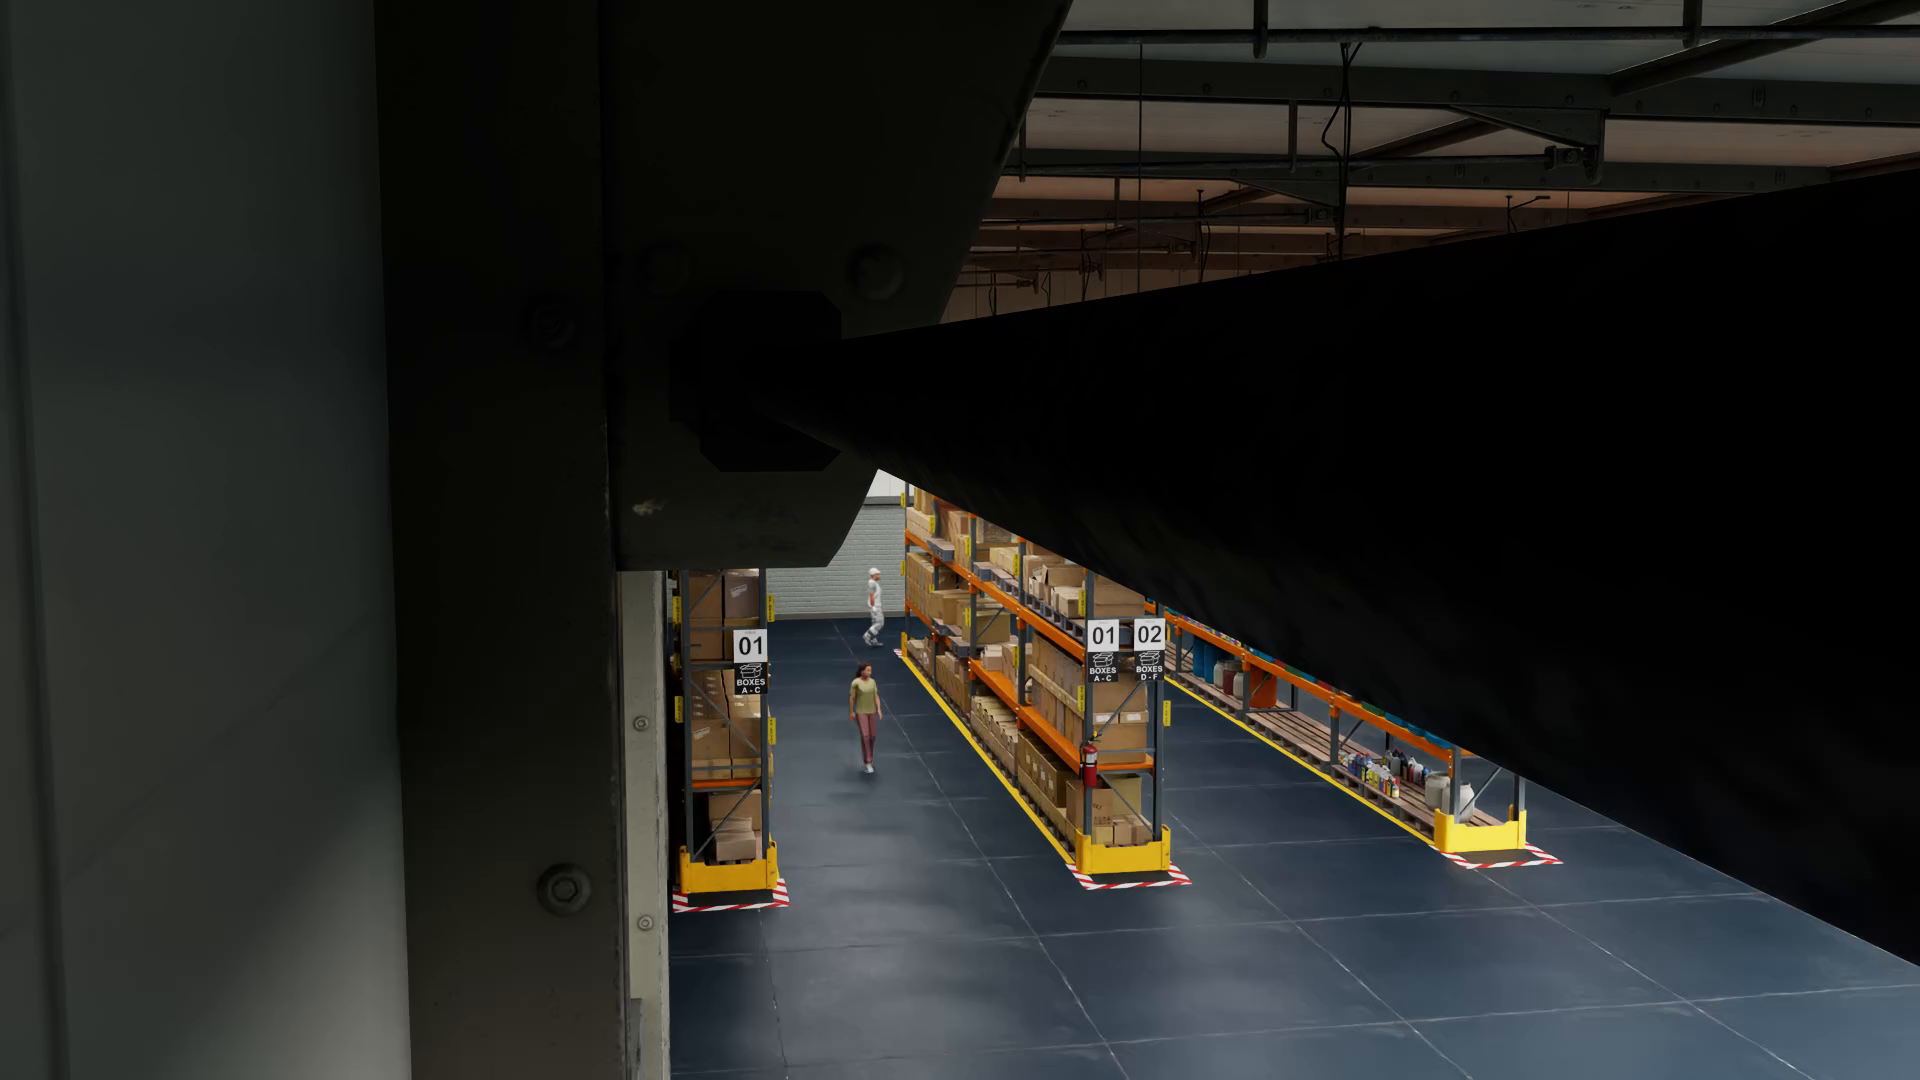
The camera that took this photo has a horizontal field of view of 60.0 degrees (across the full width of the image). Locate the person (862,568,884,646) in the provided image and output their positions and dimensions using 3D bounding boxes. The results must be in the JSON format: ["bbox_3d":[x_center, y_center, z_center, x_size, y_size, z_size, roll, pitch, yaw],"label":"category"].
[{"bbox_3d":[-1.979,1.526,37.604,0.504,1.790,0.583,-1,6,-10],"label":"person"}]

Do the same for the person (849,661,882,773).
[{"bbox_3d":[-1.432,2.784,26.315,0.466,1.687,0.690,-4,7,-32],"label":"person"}]

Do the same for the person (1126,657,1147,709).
[{"bbox_3d":[2.858,2.695,27.425,0.445,1.558,0.914,-1,6,-5],"label":"person"}]
